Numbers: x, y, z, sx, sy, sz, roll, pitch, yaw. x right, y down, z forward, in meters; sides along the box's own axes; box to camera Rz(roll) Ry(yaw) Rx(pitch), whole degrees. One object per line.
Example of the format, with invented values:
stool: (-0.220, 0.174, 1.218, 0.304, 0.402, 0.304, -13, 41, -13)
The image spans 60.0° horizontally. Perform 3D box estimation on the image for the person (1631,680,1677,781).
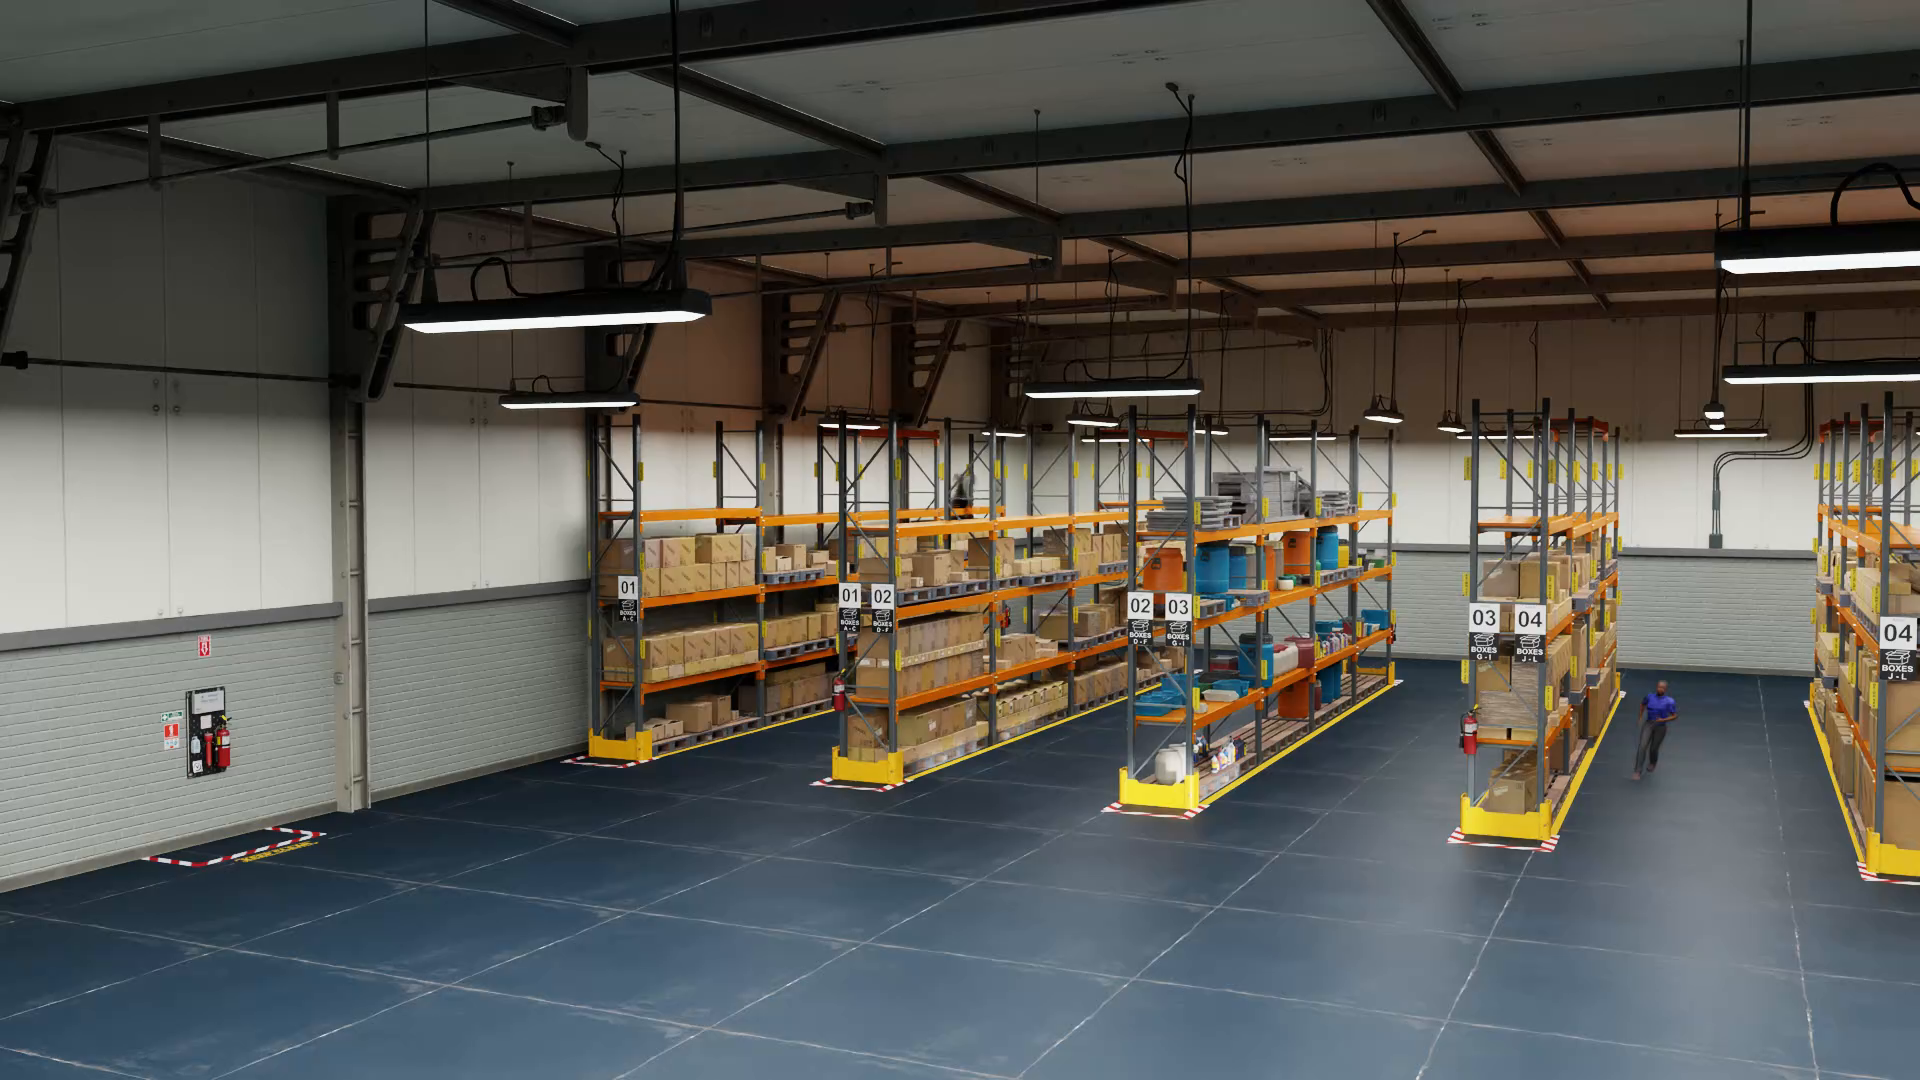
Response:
person: (11.315, 3.072, 27.023, 0.628, 1.615, 0.854, 1, 3, 32)
